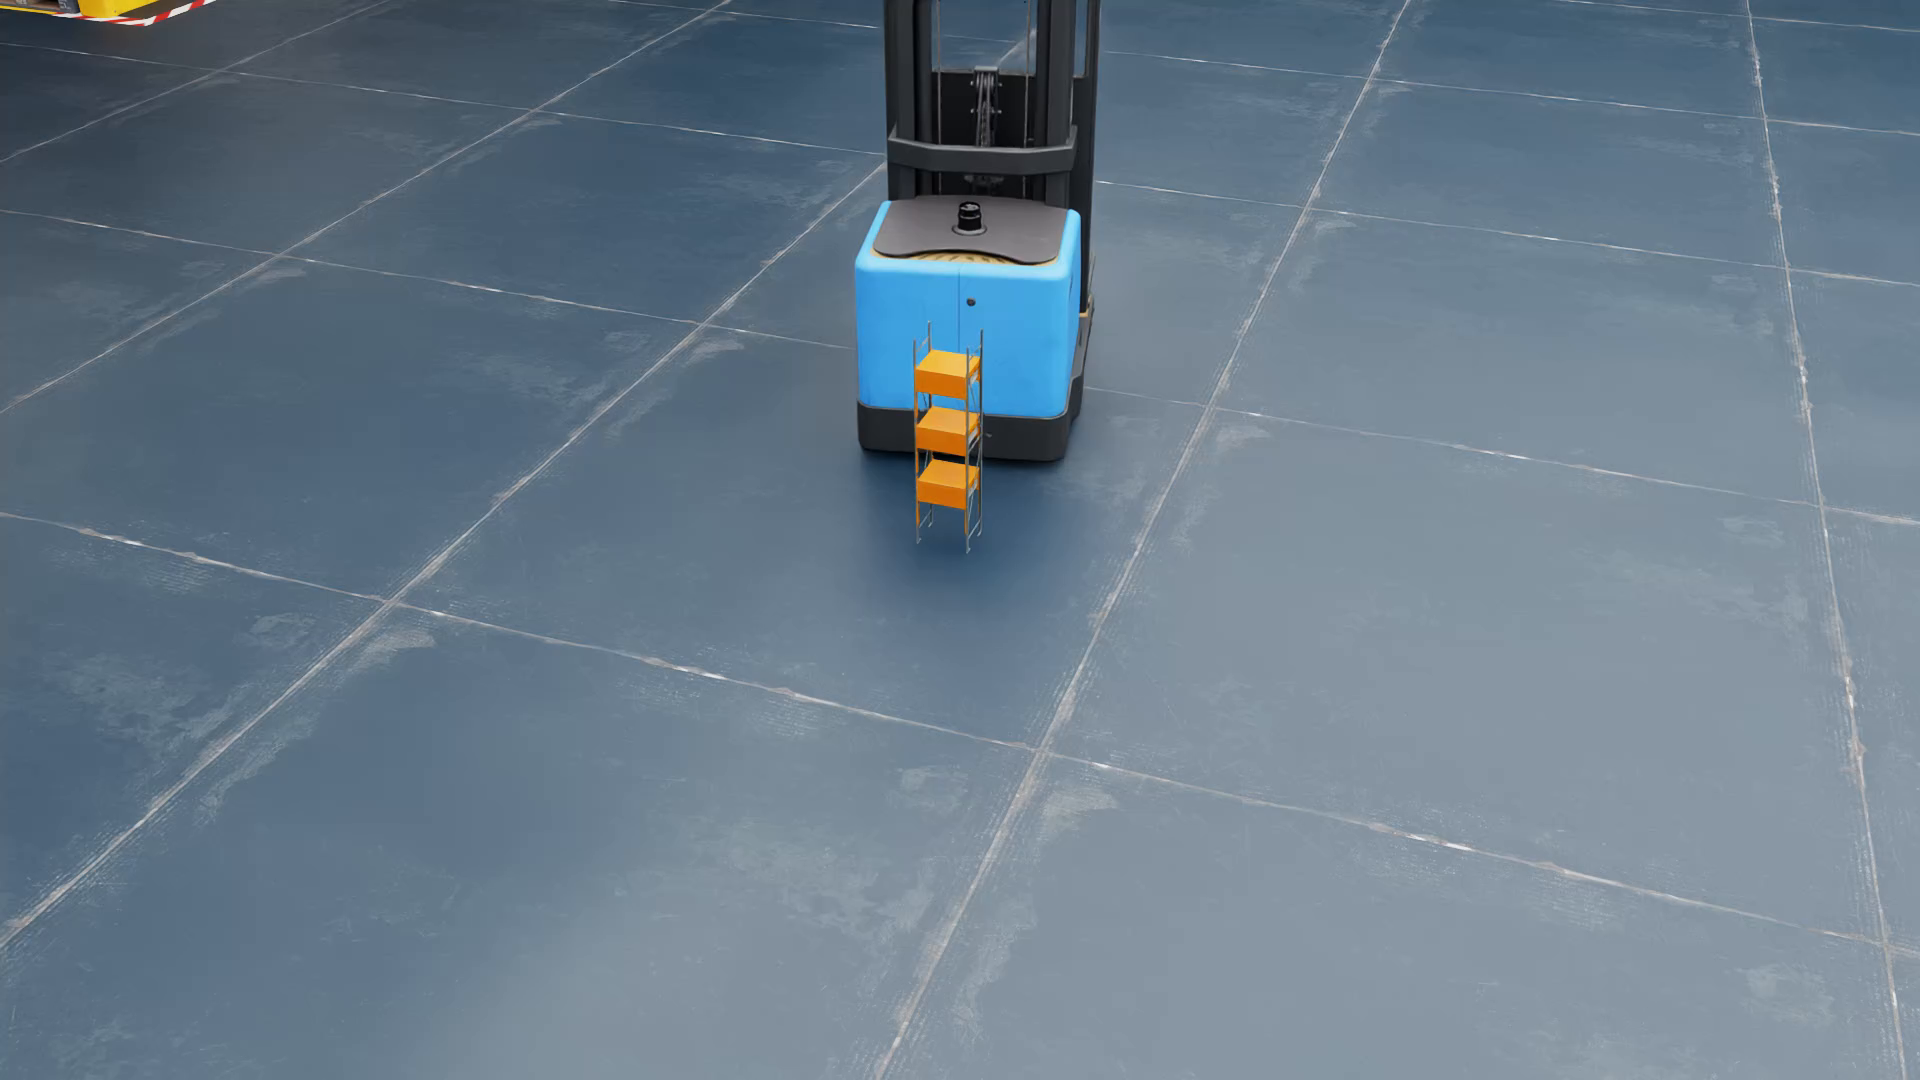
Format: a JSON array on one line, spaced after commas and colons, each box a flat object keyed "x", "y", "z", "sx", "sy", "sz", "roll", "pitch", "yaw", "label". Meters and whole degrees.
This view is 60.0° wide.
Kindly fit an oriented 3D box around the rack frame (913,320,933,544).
[{"x": -0.165, "y": -0.473, "z": 7.515, "sx": 0.008, "sy": 1.050, "sz": 0.200, "roll": 11, "pitch": 34, "yaw": 16, "label": "rack frame"}]

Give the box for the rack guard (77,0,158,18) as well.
[{"x": -7.681, "y": -5.262, "z": 15.439, "sx": 0.348, "sy": 0.500, "sz": 1.175, "roll": 11, "pitch": 34, "yaw": 16, "label": "rack guard"}]

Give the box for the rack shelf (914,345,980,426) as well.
[{"x": -0.050, "y": -0.680, "z": 7.332, "sx": 0.240, "sy": 0.259, "sz": 0.215, "roll": 11, "pitch": 34, "yaw": 16, "label": "rack shelf"}]

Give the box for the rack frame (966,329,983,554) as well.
[{"x": 0.064, "y": -0.429, "z": 7.446, "sx": 0.008, "sy": 1.050, "sz": 0.200, "roll": 11, "pitch": 34, "yaw": 16, "label": "rack frame"}]

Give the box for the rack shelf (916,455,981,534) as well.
[{"x": -0.050, "y": -0.208, "z": 7.637, "sx": 0.240, "sy": 0.259, "sz": 0.215, "roll": 11, "pitch": 34, "yaw": 16, "label": "rack shelf"}]

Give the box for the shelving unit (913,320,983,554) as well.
[{"x": -0.050, "y": -0.451, "z": 7.480, "sx": 0.252, "sy": 1.050, "sz": 0.215, "roll": 11, "pitch": 34, "yaw": 16, "label": "shelving unit"}]

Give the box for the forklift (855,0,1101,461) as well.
[{"x": 0.193, "y": -2.405, "z": 8.773, "sx": 1.130, "sy": 2.935, "sz": 3.031, "roll": 4, "pitch": 33, "yaw": 6, "label": "forklift"}]

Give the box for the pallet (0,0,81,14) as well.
[{"x": -8.482, "y": -5.252, "z": 15.689, "sx": 1.213, "sy": 0.211, "sz": 1.003, "roll": 11, "pitch": 34, "yaw": 16, "label": "pallet"}]

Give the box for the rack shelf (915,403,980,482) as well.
[{"x": -0.050, "y": -0.442, "z": 7.486, "sx": 0.240, "sy": 0.259, "sz": 0.215, "roll": 11, "pitch": 34, "yaw": 16, "label": "rack shelf"}]
